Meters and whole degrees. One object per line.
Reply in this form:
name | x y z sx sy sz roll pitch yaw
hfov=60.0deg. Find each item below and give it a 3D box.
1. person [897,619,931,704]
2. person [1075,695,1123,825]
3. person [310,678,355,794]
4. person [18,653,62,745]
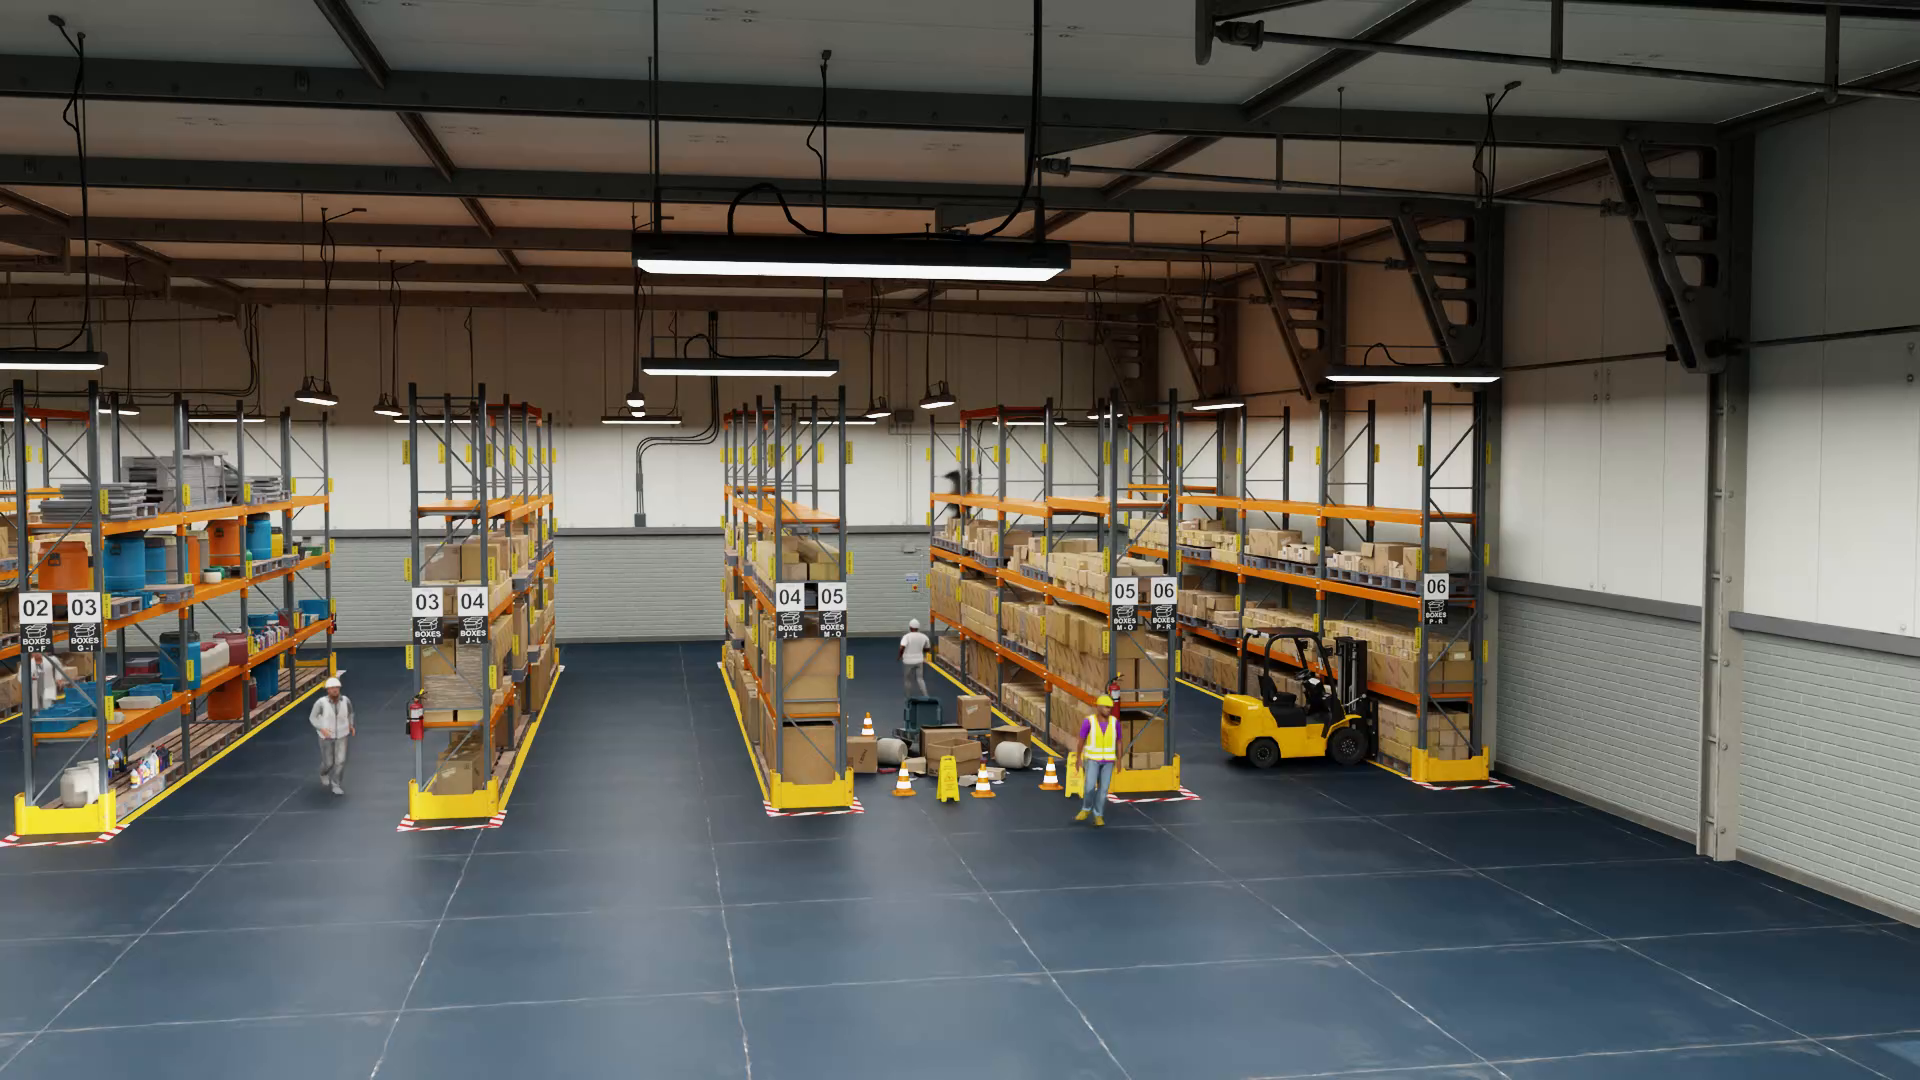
person | -0.922 2.443 33.118 0.716 1.747 0.931 -1 3 -22
person | 1.884 2.971 22.492 0.633 1.758 0.452 -1 3 -12
person | -9.353 2.891 24.749 0.664 1.727 0.749 -2 3 -34
person | -15.973 2.655 28.890 0.626 1.734 1.054 -1 3 -20
